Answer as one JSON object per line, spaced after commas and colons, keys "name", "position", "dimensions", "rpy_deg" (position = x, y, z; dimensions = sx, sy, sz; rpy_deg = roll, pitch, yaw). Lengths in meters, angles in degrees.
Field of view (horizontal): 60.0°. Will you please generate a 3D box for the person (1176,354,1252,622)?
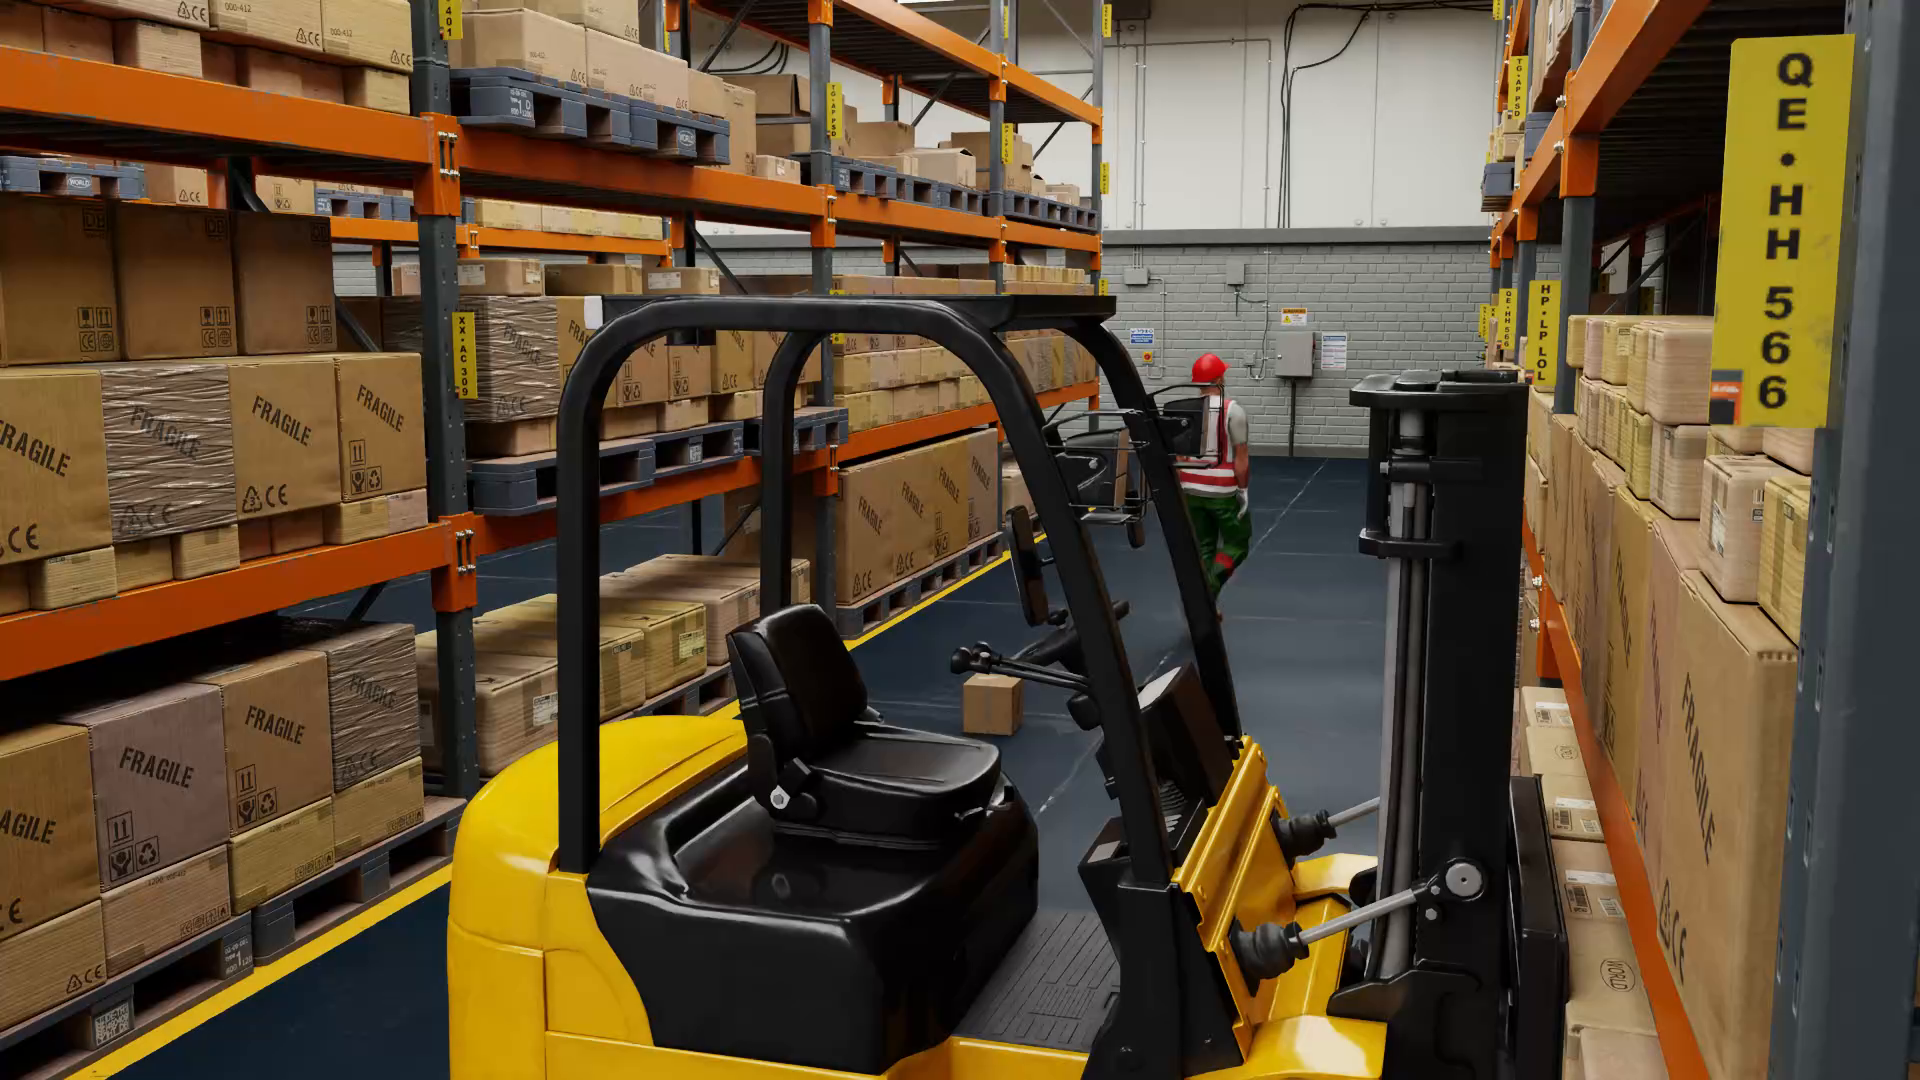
{"name": "person", "position": [1.611, -0.307, 10.716], "dimensions": [0.545, 1.780, 0.609], "rpy_deg": [5, 10, 33]}
